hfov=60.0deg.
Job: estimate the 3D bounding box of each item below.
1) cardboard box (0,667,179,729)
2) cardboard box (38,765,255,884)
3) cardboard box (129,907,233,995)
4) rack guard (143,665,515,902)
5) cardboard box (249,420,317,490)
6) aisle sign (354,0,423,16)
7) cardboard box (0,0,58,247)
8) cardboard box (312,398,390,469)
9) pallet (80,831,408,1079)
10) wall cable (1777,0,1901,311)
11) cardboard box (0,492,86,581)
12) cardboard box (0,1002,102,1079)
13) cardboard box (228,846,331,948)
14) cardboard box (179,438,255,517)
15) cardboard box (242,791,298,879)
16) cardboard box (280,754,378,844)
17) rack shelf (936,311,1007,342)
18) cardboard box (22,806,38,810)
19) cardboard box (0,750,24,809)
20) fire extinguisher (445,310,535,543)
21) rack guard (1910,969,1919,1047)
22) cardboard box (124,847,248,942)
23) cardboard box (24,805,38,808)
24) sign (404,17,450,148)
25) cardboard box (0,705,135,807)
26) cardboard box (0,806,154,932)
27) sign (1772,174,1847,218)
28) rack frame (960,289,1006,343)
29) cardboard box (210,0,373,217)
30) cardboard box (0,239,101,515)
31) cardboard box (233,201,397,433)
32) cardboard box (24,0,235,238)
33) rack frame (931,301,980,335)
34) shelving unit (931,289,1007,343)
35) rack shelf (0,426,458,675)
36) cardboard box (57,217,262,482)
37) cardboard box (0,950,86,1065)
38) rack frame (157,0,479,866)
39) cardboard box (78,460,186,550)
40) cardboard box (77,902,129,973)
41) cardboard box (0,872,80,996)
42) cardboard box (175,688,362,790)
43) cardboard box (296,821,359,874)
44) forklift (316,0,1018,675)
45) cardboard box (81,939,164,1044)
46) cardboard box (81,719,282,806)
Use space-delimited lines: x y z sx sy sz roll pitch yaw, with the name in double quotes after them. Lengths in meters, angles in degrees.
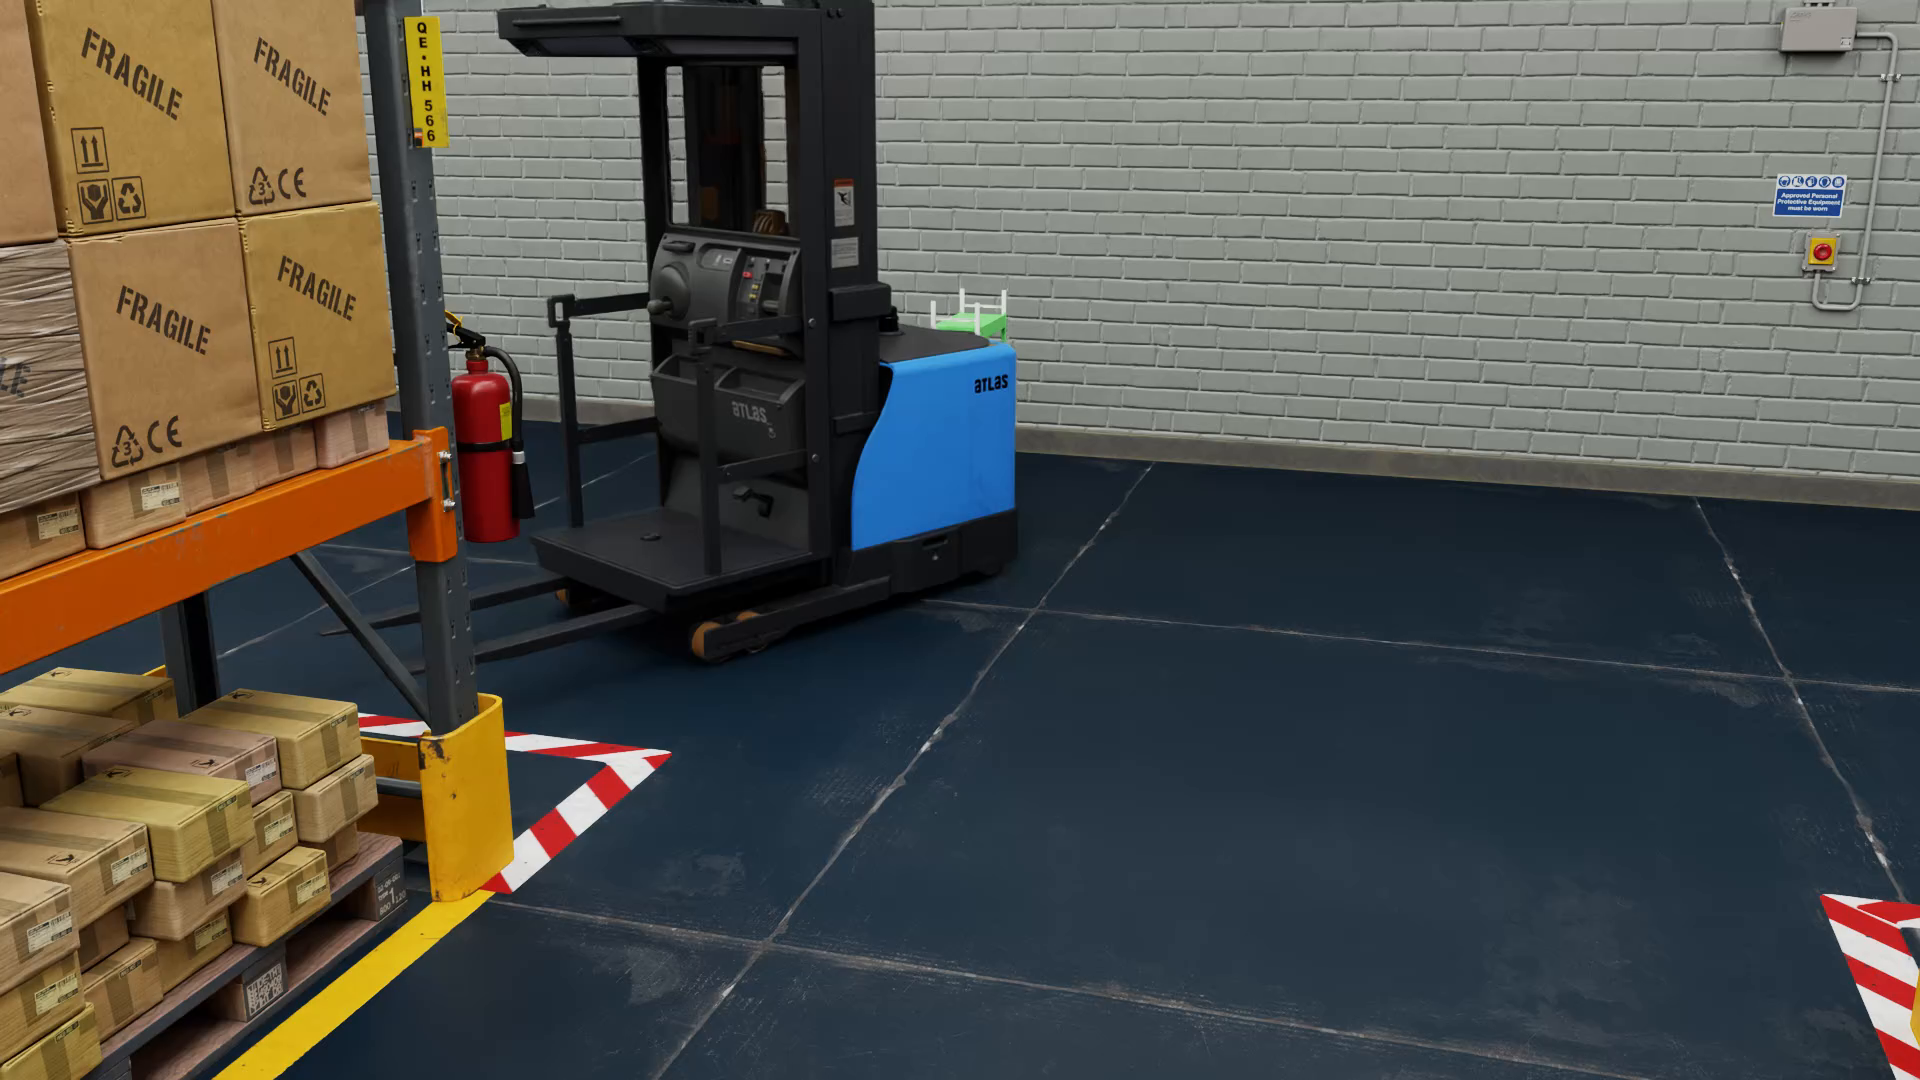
-2.380 0.472 4.534 0.380 0.149 0.250 4 16 13 "cardboard box"
-1.891 0.658 3.877 0.380 0.149 0.250 4 16 15 "cardboard box"
-1.988 0.939 3.978 0.380 0.149 0.250 5 16 16 "cardboard box"
-1.927 0.700 4.945 1.175 0.500 0.348 5 16 16 "rack guard"
-1.833 -0.232 4.111 0.380 0.149 0.250 5 16 16 "cardboard box"
-1.597 -1.769 4.304 0.394 0.787 0.004 5 16 16 "aisle sign"
-2.080 -0.786 3.044 0.500 0.500 0.500 6 17 19 "cardboard box"
-1.727 -0.294 4.330 0.380 0.149 0.250 5 16 16 "cardboard box"
-2.191 1.049 4.245 1.003 0.211 1.213 5 16 16 "pallet"
4.450 -2.146 8.478 0.585 1.953 0.123 5 16 16 "wall cable"
-2.043 -0.030 3.399 0.380 0.149 0.250 4 16 13 "cardboard box"
-2.058 1.076 3.494 0.380 0.149 0.250 4 16 13 "cardboard box"
-1.831 0.876 4.198 0.380 0.149 0.250 5 17 18 "cardboard box"
-1.890 -0.165 3.876 0.380 0.149 0.250 4 16 15 "cardboard box"
-1.907 0.728 4.174 0.380 0.149 0.250 4 16 15 "cardboard box"
-1.781 0.664 4.400 0.380 0.149 0.250 4 16 14 "cardboard box"
0.047 -1.021 8.205 0.258 0.148 0.480 5 16 16 "rack shelf"
-2.417 0.759 4.065 0.380 0.149 0.250 5 17 17 "cardboard box"
-2.537 0.609 4.050 0.380 0.149 0.250 5 16 16 "cardboard box"
-1.391 -0.336 4.841 0.296 0.674 0.183 5 16 16 "fire extinguisher"
2.876 1.031 3.777 1.175 0.500 0.348 5 16 16 "rack guard"
-1.927 0.800 3.920 0.380 0.149 0.250 4 16 14 "cardboard box"
-2.432 0.688 4.315 0.380 0.149 0.250 5 16 16 "cardboard box"
-1.379 -1.183 4.303 0.100 0.325 0.005 5 16 16 "sign"
-2.343 0.553 4.247 0.380 0.149 0.250 5 17 17 "cardboard box"
-2.025 0.721 3.656 0.380 0.149 0.250 4 16 14 "cardboard box"
4.421 -1.792 8.654 0.327 0.218 0.001 5 16 16 "sign"
0.116 -0.684 8.543 0.240 1.200 0.015 5 16 16 "rack frame"
-1.797 -1.056 3.993 0.500 0.500 0.500 4 16 15 "cardboard box"
-2.072 -0.308 3.191 0.500 0.500 0.500 5 16 16 "cardboard box"
-1.786 -0.576 4.135 0.500 0.500 0.500 5 17 17 "cardboard box"
-1.941 -0.923 3.526 0.500 0.500 0.500 4 16 14 "cardboard box"
-0.022 -0.557 8.093 0.240 1.200 0.015 5 16 16 "rack frame"
0.047 -0.621 8.318 0.258 1.200 0.503 5 16 16 "shelving unit"
-2.473 0.347 2.927 1.077 0.370 4.000 5 16 16 "rack shelf"
-1.937 -0.442 3.661 0.500 0.500 0.500 4 16 15 "cardboard box"
-2.062 0.937 3.439 0.380 0.149 0.250 5 17 17 "cardboard box"
-1.905 -0.522 4.674 1.000 3.000 0.127 5 16 16 "rack frame"
-1.940 -0.097 3.634 0.380 0.149 0.250 5 17 17 "cardboard box"
-2.102 0.863 3.701 0.380 0.149 0.250 4 16 15 "cardboard box"
-2.048 0.795 3.393 0.380 0.149 0.250 5 17 18 "cardboard box"
-1.813 0.519 4.367 0.380 0.149 0.250 5 17 17 "cardboard box"
-1.855 0.801 4.463 0.380 0.149 0.250 5 17 17 "cardboard box"
-1.131 -1.077 6.754 3.031 2.935 1.130 -15 22 -43 "forklift"
-2.046 1.004 3.747 0.380 0.149 0.250 5 17 16 "cardboard box"
-1.939 0.580 4.151 0.380 0.149 0.250 5 17 17 "cardboard box"
